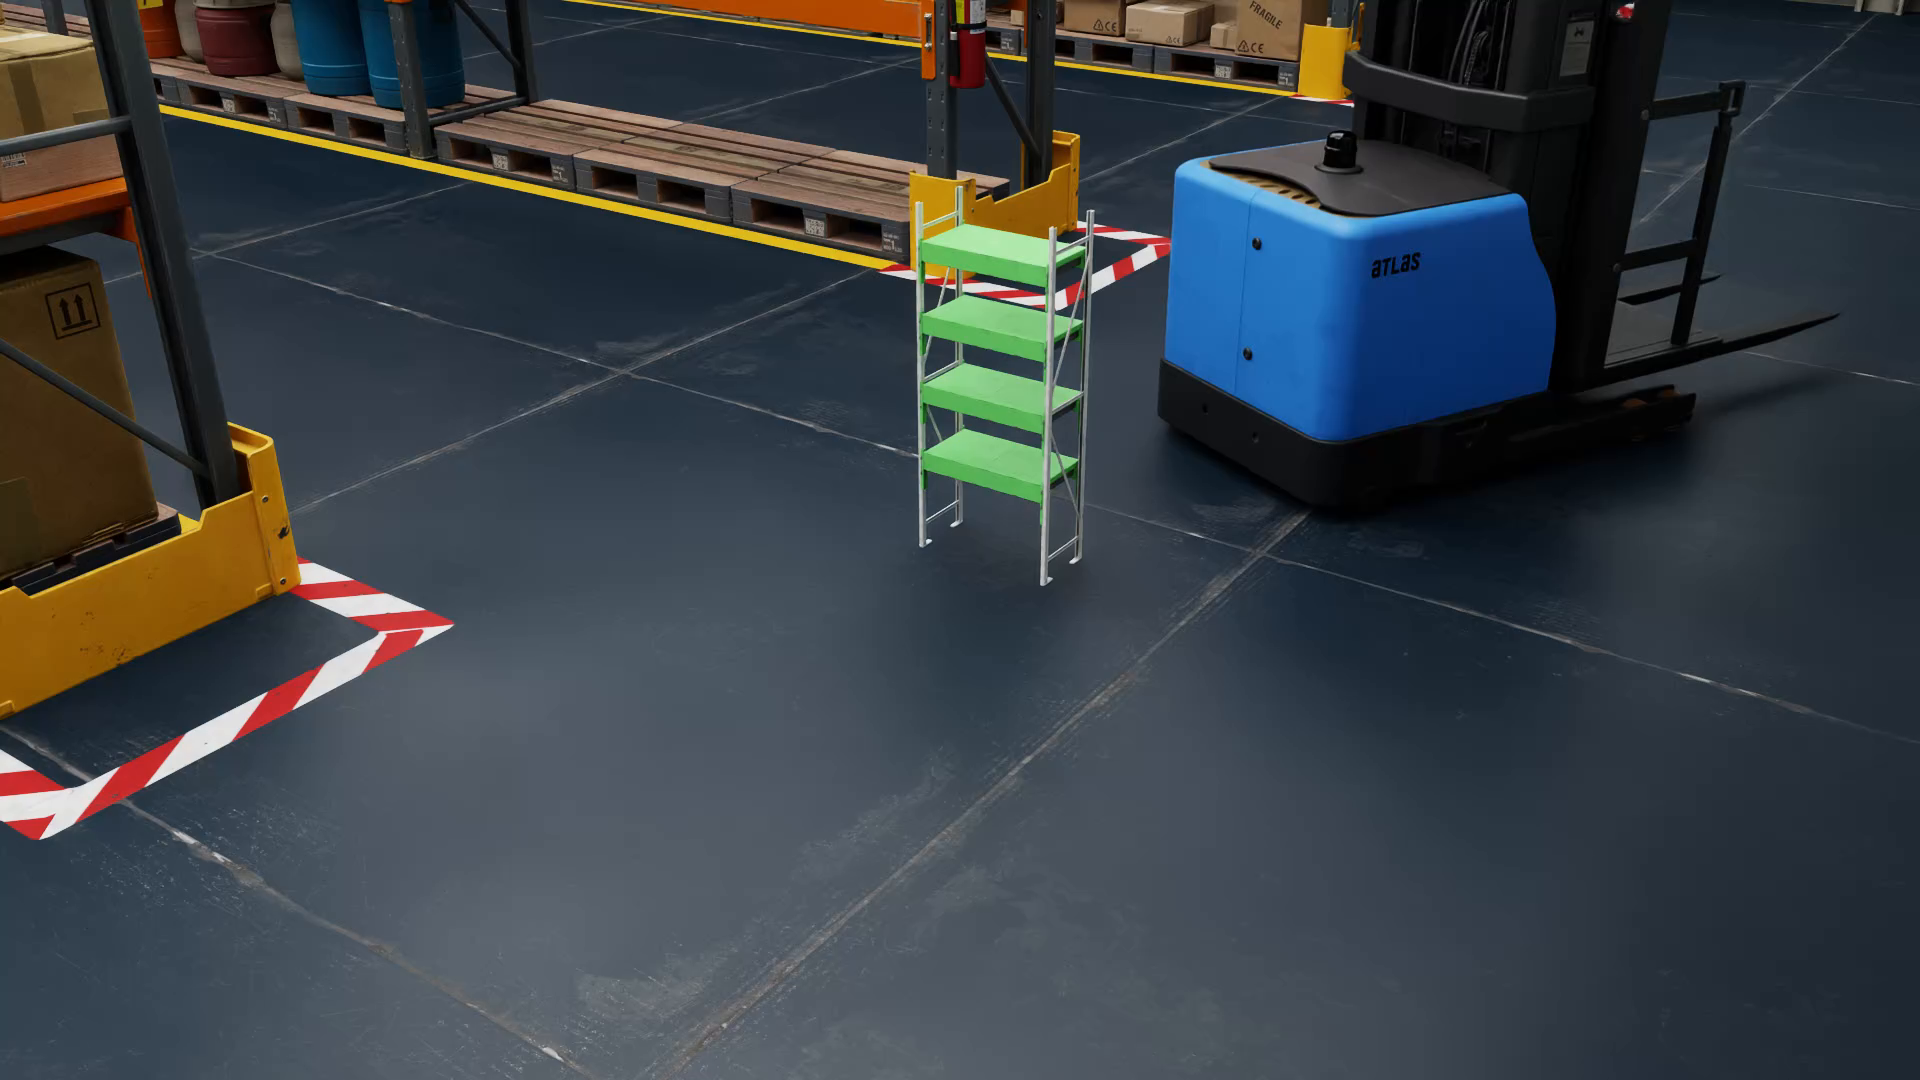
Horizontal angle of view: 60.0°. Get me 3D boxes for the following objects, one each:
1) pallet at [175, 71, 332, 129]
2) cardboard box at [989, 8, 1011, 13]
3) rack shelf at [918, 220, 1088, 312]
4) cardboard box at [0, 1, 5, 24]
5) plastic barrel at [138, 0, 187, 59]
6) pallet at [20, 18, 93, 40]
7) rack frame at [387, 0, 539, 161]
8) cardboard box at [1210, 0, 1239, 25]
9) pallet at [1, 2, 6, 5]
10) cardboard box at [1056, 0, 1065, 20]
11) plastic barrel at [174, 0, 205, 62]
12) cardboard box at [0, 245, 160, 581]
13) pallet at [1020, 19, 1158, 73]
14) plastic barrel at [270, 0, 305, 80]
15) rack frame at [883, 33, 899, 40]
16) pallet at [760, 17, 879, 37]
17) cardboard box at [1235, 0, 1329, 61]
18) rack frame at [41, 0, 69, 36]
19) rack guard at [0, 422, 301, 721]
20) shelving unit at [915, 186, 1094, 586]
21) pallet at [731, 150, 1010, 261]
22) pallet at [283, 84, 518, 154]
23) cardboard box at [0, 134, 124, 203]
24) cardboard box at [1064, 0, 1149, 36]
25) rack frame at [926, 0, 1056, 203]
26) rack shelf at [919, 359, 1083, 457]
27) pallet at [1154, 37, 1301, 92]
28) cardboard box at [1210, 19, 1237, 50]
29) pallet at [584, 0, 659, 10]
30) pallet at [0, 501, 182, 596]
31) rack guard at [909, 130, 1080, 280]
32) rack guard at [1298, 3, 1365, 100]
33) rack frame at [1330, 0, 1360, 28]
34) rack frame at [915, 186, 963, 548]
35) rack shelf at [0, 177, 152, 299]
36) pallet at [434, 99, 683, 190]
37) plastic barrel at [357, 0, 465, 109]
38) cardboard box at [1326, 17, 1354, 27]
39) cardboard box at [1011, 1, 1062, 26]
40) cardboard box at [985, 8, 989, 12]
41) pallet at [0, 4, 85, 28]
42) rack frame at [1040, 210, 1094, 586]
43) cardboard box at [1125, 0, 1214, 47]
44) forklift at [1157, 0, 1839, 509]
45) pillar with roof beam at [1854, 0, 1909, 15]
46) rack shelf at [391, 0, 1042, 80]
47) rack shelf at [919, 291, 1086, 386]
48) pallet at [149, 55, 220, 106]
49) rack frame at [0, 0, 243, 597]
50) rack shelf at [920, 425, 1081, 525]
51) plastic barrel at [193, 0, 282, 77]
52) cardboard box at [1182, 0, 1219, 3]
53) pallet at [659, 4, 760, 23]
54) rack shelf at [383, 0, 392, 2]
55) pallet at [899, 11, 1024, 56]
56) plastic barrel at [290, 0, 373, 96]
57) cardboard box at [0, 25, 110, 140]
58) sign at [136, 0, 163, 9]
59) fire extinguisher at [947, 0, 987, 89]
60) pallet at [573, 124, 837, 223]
[{"bbox_3d":[-4.752,-3.196,11.798,1.213,0.211,1.003,17,32,30],"label":"pallet"},{"bbox_3d":[0.308,-4.805,14.155,0.500,0.500,0.500,17,32,30],"label":"cardboard box"},{"bbox_3d":[0.136,-0.863,5.206,0.480,0.148,0.258,17,32,30],"label":"rack shelf"},{"bbox_3d":[-3.291,-1.786,4.963,0.500,0.500,0.500,16,31,29],"label":"cardboard box"},{"bbox_3d":[-6.014,-4.040,12.311,0.708,0.830,0.600,17,32,30],"label":"plastic barrel"},{"bbox_3d":[-7.043,-3.910,13.201,1.213,0.211,1.003,17,32,30],"label":"pallet"},{"bbox_3d":[-3.129,-3.912,10.130,0.127,3.000,1.000,17,32,30],"label":"rack frame"},{"bbox_3d":[2.276,-4.081,13.008,0.500,0.250,0.500,17,32,30],"label":"cardboard box"},{"bbox_3d":[-9.054,-4.537,14.432,1.213,0.211,1.003,17,32,30],"label":"pallet"},{"bbox_3d":[0.927,-4.528,13.820,0.500,0.311,0.500,17,32,30],"label":"cardboard box"},{"bbox_3d":[-5.498,-3.787,12.164,0.421,0.512,0.421,0,27,0],"label":"plastic barrel"},{"bbox_3d":[-3.209,-0.408,5.124,0.875,0.875,0.875,17,32,30],"label":"cardboard box"},{"bbox_3d":[1.253,-4.031,13.438,1.213,0.211,1.003,17,32,30],"label":"pallet"},{"bbox_3d":[-4.567,-3.497,11.594,0.421,0.512,0.421,0,27,0],"label":"plastic barrel"},{"bbox_3d":[-0.322,-5.763,13.767,0.127,3.000,1.000,17,32,30],"label":"rack frame"},{"bbox_3d":[-1.014,-4.715,14.783,1.213,0.211,1.003,17,32,30],"label":"pallet"},{"bbox_3d":[2.388,-3.866,12.310,0.500,0.500,0.500,17,32,30],"label":"cardboard box"},{"bbox_3d":[-6.427,-4.939,12.149,0.127,3.000,1.000,17,32,30],"label":"rack frame"},{"bbox_3d":[-2.617,0.087,5.028,0.348,0.500,1.175,17,32,30],"label":"rack guard"},{"bbox_3d":[0.136,-0.492,5.394,0.503,1.200,0.258,17,32,30],"label":"shelving unit"},{"bbox_3d":[-0.490,-1.869,9.189,1.213,0.211,1.003,17,32,30],"label":"pallet"},{"bbox_3d":[-3.742,-2.883,11.183,1.213,0.211,1.003,17,32,30],"label":"pallet"},{"bbox_3d":[-2.742,-1.136,4.952,0.250,0.149,0.380,18,32,31],"label":"cardboard box"},{"bbox_3d":[1.230,-4.366,13.290,0.637,0.503,0.797,17,32,30],"label":"cardboard box"},{"bbox_3d":[0.168,-2.885,8.112,0.127,3.000,1.000,17,32,30],"label":"rack frame"},{"bbox_3d":[0.136,-0.435,5.423,0.480,0.148,0.258,17,32,30],"label":"rack shelf"},{"bbox_3d":[2.255,-3.717,12.822,1.213,0.211,1.003,17,32,30],"label":"pallet"},{"bbox_3d":[2.105,-3.855,12.656,0.250,0.166,0.380,17,32,30],"label":"cardboard box"},{"bbox_3d":[-3.025,-5.342,16.014,1.213,0.211,1.003,17,32,30],"label":"pallet"},{"bbox_3d":[-3.340,0.033,5.452,1.213,0.211,1.003,17,32,30],"label":"pallet"},{"bbox_3d":[0.195,-1.770,8.676,0.348,0.500,1.175,17,32,30],"label":"rack guard"},{"bbox_3d":[2.913,-3.642,12.354,0.348,0.500,1.175,17,32,30],"label":"rack guard"},{"bbox_3d":[2.975,-4.736,11.749,0.127,3.000,1.000,17,32,30],"label":"rack frame"},{"bbox_3d":[-0.065,-0.555,5.517,0.015,1.200,0.240,17,32,30],"label":"rack frame"},{"bbox_3d":[-4.285,-1.226,5.646,4.000,0.370,1.077,17,32,30],"label":"rack shelf"},{"bbox_3d":[-2.501,-2.495,10.420,1.213,0.211,1.003,17,32,30],"label":"pallet"},{"bbox_3d":[-3.568,-3.310,10.798,0.708,0.901,0.600,17,32,30],"label":"plastic barrel"},{"bbox_3d":[2.825,-3.898,12.760,0.250,0.149,0.380,17,32,30],"label":"cardboard box"},{"bbox_3d":[0.620,-4.290,13.510,0.250,0.166,0.380,17,32,30],"label":"cardboard box"},{"bbox_3d":[-0.098,-4.572,13.907,0.500,0.311,0.500,17,32,30],"label":"cardboard box"},{"bbox_3d":[-8.045,-4.224,13.817,1.213,0.211,1.003,17,32,30],"label":"pallet"},{"bbox_3d":[0.338,-0.430,5.271,0.015,1.200,0.240,17,32,30],"label":"rack frame"},{"bbox_3d":[1.622,-4.009,12.868,0.500,0.250,0.500,17,32,30],"label":"cardboard box"},{"bbox_3d":[2.319,-1.885,6.223,3.031,2.935,1.130,-14,30,-26],"label":"forklift"},{"bbox_3d":[6.055,-7.283,10.140,0.400,9.000,9.100,17,32,30],"label":"pillar with roof beam"},{"bbox_3d":[-1.481,-3.078,9.284,4.000,0.370,1.077,17,32,30],"label":"rack shelf"},{"bbox_3d":[0.136,-0.649,5.314,0.480,0.148,0.258,17,32,30],"label":"rack shelf"},{"bbox_3d":[-5.753,-3.510,12.414,1.213,0.211,1.003,17,32,30],"label":"pallet"},{"bbox_3d":[-2.636,-1.033,4.473,0.127,3.000,1.000,17,32,30],"label":"rack frame"},{"bbox_3d":[0.136,-0.221,5.532,0.480,0.148,0.258,17,32,30],"label":"rack shelf"},{"bbox_3d":[-5.083,-3.643,11.796,0.708,0.588,0.600,17,32,30],"label":"plastic barrel"},{"bbox_3d":[1.863,-4.209,13.260,0.500,0.250,0.500,17,32,30],"label":"cardboard box"},{"bbox_3d":[-2.024,-5.028,15.398,1.213,0.211,1.003,17,32,30],"label":"pallet"},{"bbox_3d":[-4.778,-4.105,11.303,4.000,0.370,1.077,17,32,30],"label":"rack shelf"},{"bbox_3d":[0.244,-4.344,14.053,1.213,0.211,1.003,17,32,30],"label":"pallet"},{"bbox_3d":[-4.152,-3.492,11.155,0.708,0.901,0.600,17,32,30],"label":"plastic barrel"},{"bbox_3d":[-2.879,-1.323,4.881,0.500,0.250,0.500,16,31,29],"label":"cardboard box"},{"bbox_3d":[-2.317,-1.661,4.664,0.005,0.325,0.100,17,32,30],"label":"sign"},{"bbox_3d":[0.035,-2.476,7.804,0.183,0.674,0.296,17,32,30],"label":"fire extinguisher"},{"bbox_3d":[-1.492,-2.182,9.805,1.213,0.211,1.003,17,32,30],"label":"pallet"}]
